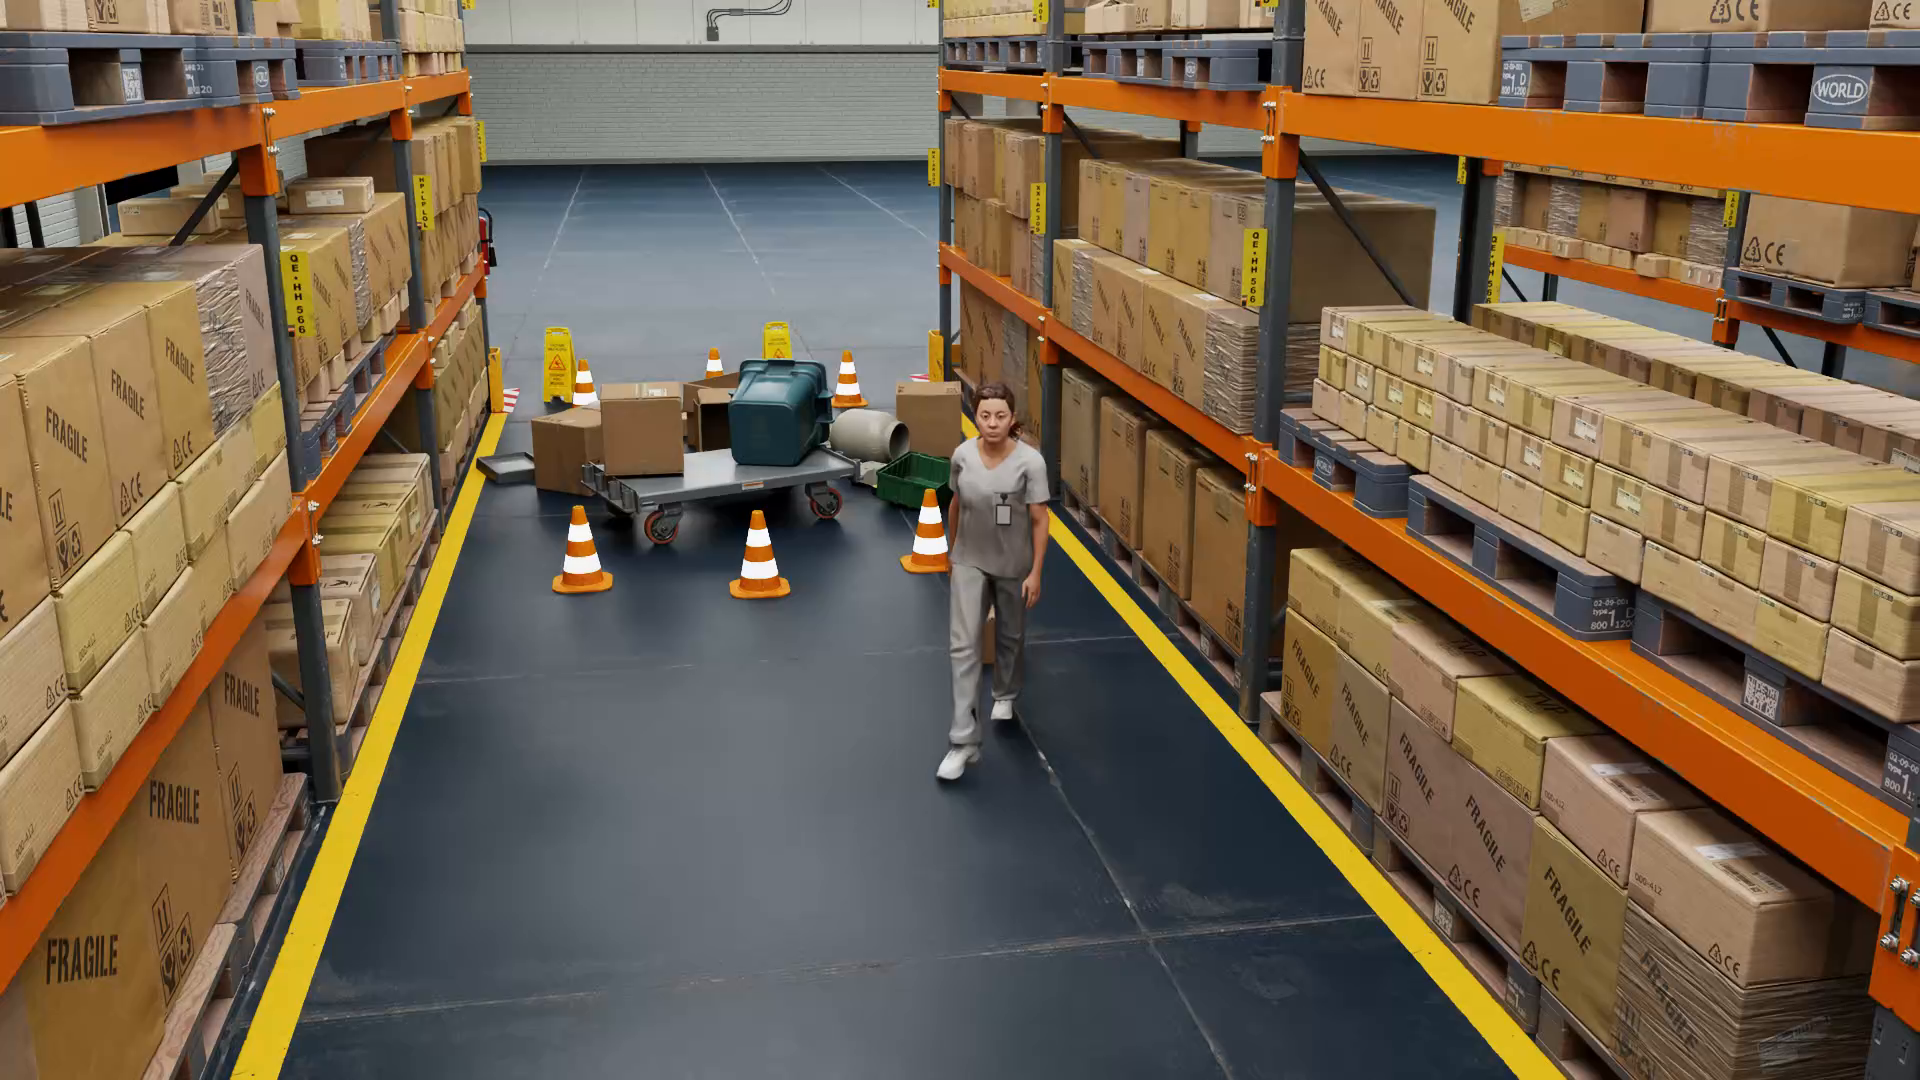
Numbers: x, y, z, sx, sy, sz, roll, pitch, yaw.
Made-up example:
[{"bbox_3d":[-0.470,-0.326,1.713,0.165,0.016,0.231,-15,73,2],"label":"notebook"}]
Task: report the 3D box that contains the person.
[{"bbox_3d":[0.150,0.116,7.125,0.469,1.607,0.963,2,17,8],"label":"person"}]
